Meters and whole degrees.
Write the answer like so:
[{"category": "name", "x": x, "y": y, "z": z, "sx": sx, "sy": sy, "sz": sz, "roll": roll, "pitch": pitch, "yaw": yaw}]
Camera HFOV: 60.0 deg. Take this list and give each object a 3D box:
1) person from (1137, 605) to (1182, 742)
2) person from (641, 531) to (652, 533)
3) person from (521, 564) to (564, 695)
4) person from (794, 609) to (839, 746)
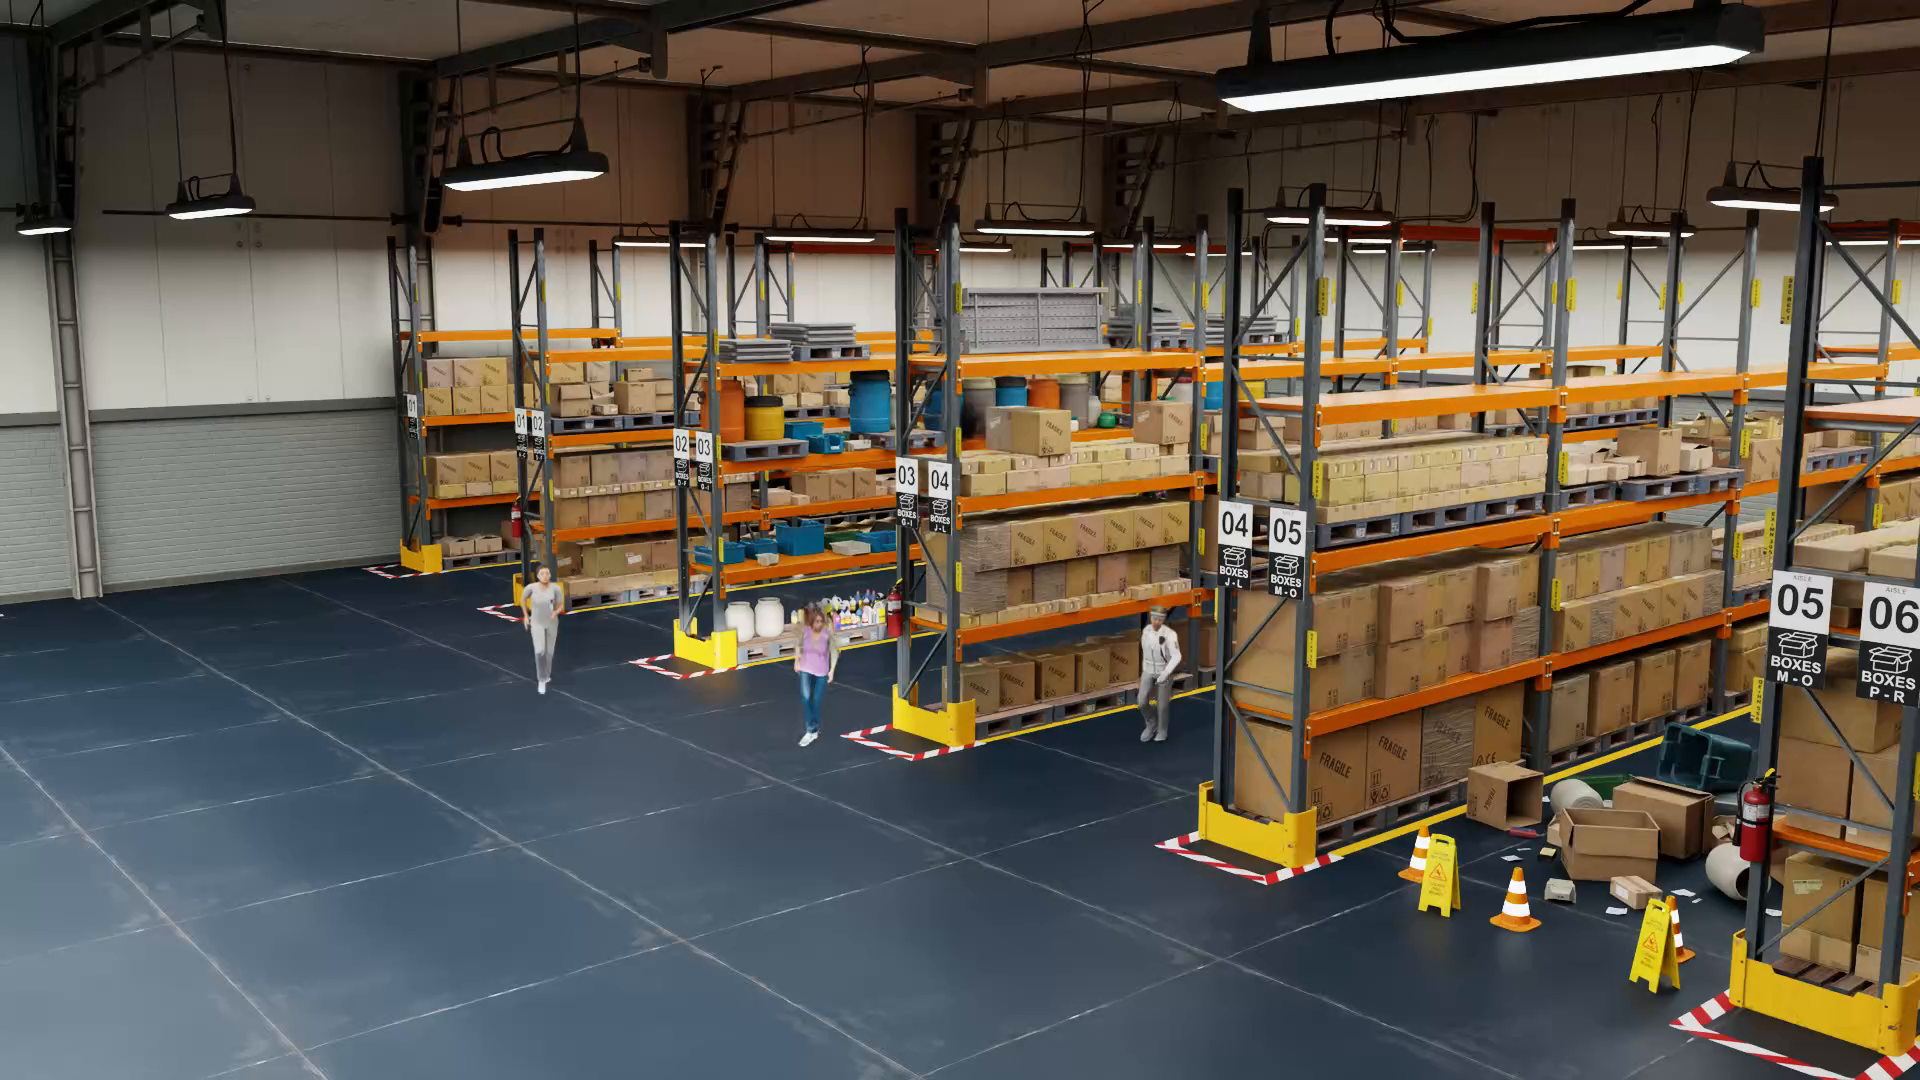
[{"category": "person", "x": 2.224, "y": 1.510, "z": 18.591, "sx": 0.565, "sy": 1.618, "sz": 0.784, "roll": 4, "pitch": 10, "yaw": 24}, {"category": "person", "x": -5.534, "y": -0.180, "z": 29.625, "sx": 0.673, "sy": 1.623, "sz": 0.833, "roll": 5, "pitch": 10, "yaw": 32}, {"category": "person", "x": -5.307, "y": 1.116, "z": 21.200, "sx": 0.512, "sy": 1.671, "sz": 0.793, "roll": -4, "pitch": 9, "yaw": -22}, {"category": "person", "x": -1.634, "y": 1.516, "z": 18.934, "sx": 0.498, "sy": 1.554, "sz": 0.788, "roll": -1, "pitch": 9, "yaw": -6}]
